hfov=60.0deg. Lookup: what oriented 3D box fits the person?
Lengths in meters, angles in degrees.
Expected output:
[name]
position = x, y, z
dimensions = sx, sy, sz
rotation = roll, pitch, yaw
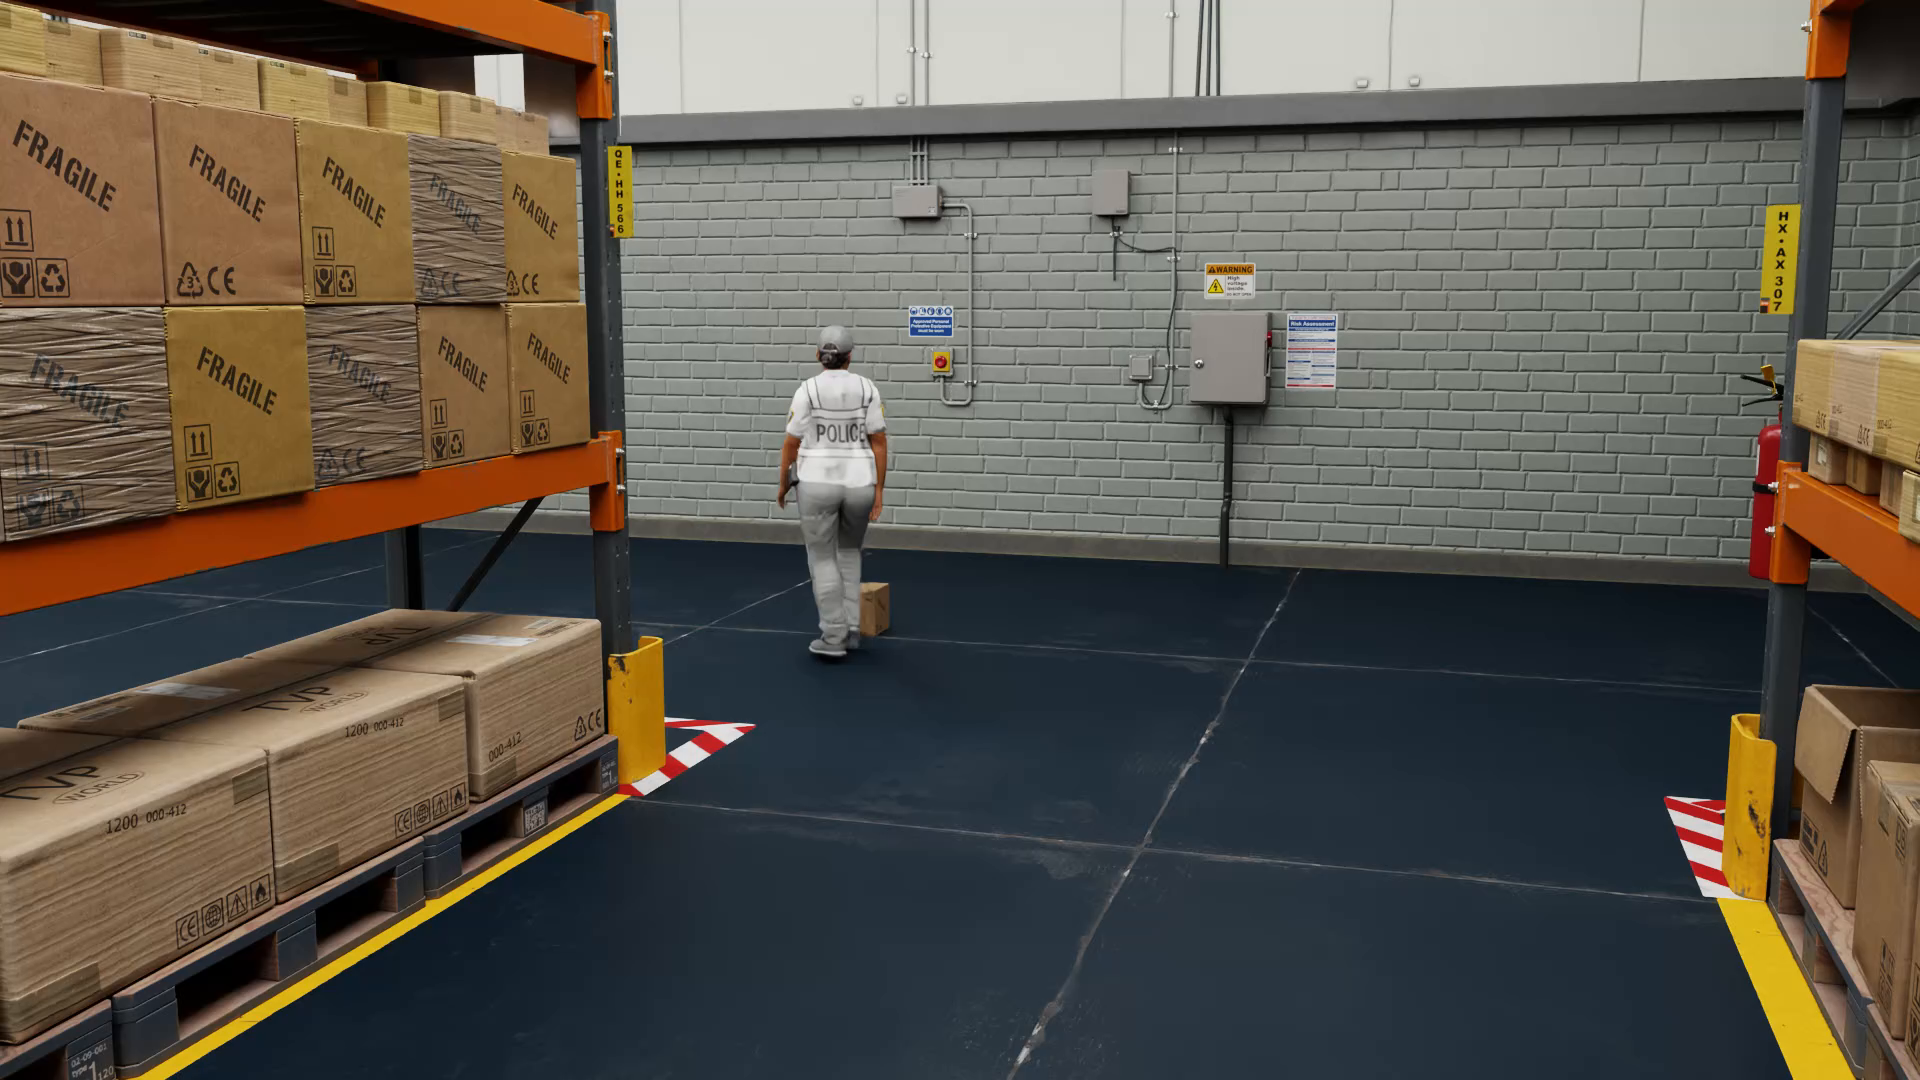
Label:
[person]
position = -0.650, -0.213, 8.394
dimensions = 0.493, 1.730, 0.465
rotation = -4, 10, -27
